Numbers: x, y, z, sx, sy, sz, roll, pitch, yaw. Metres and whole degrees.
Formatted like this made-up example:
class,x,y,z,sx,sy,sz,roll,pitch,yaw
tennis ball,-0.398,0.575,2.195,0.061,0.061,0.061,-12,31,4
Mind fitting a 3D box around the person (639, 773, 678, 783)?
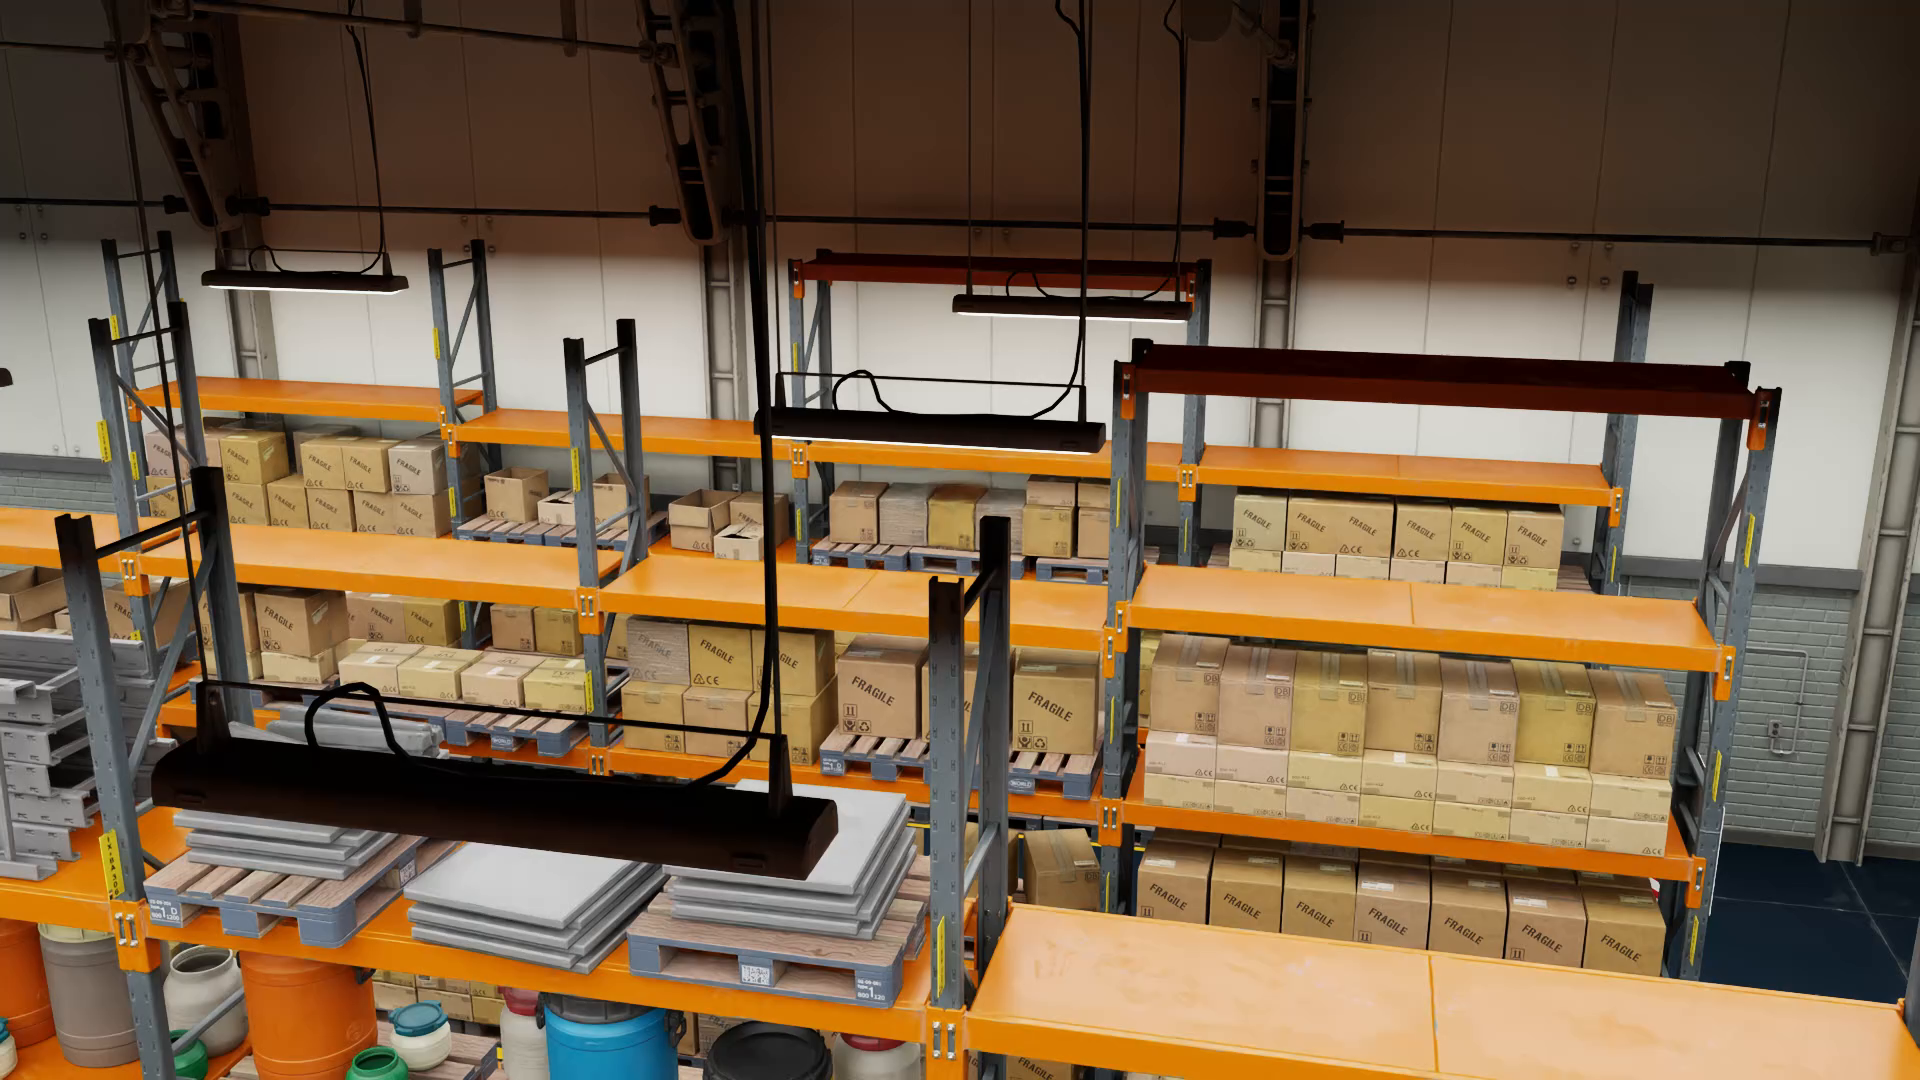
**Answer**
class,x,y,z,sx,sy,sz,roll,pitch,yaw
person,-3.009,2.396,16.746,0.600,1.527,0.486,8,18,25
